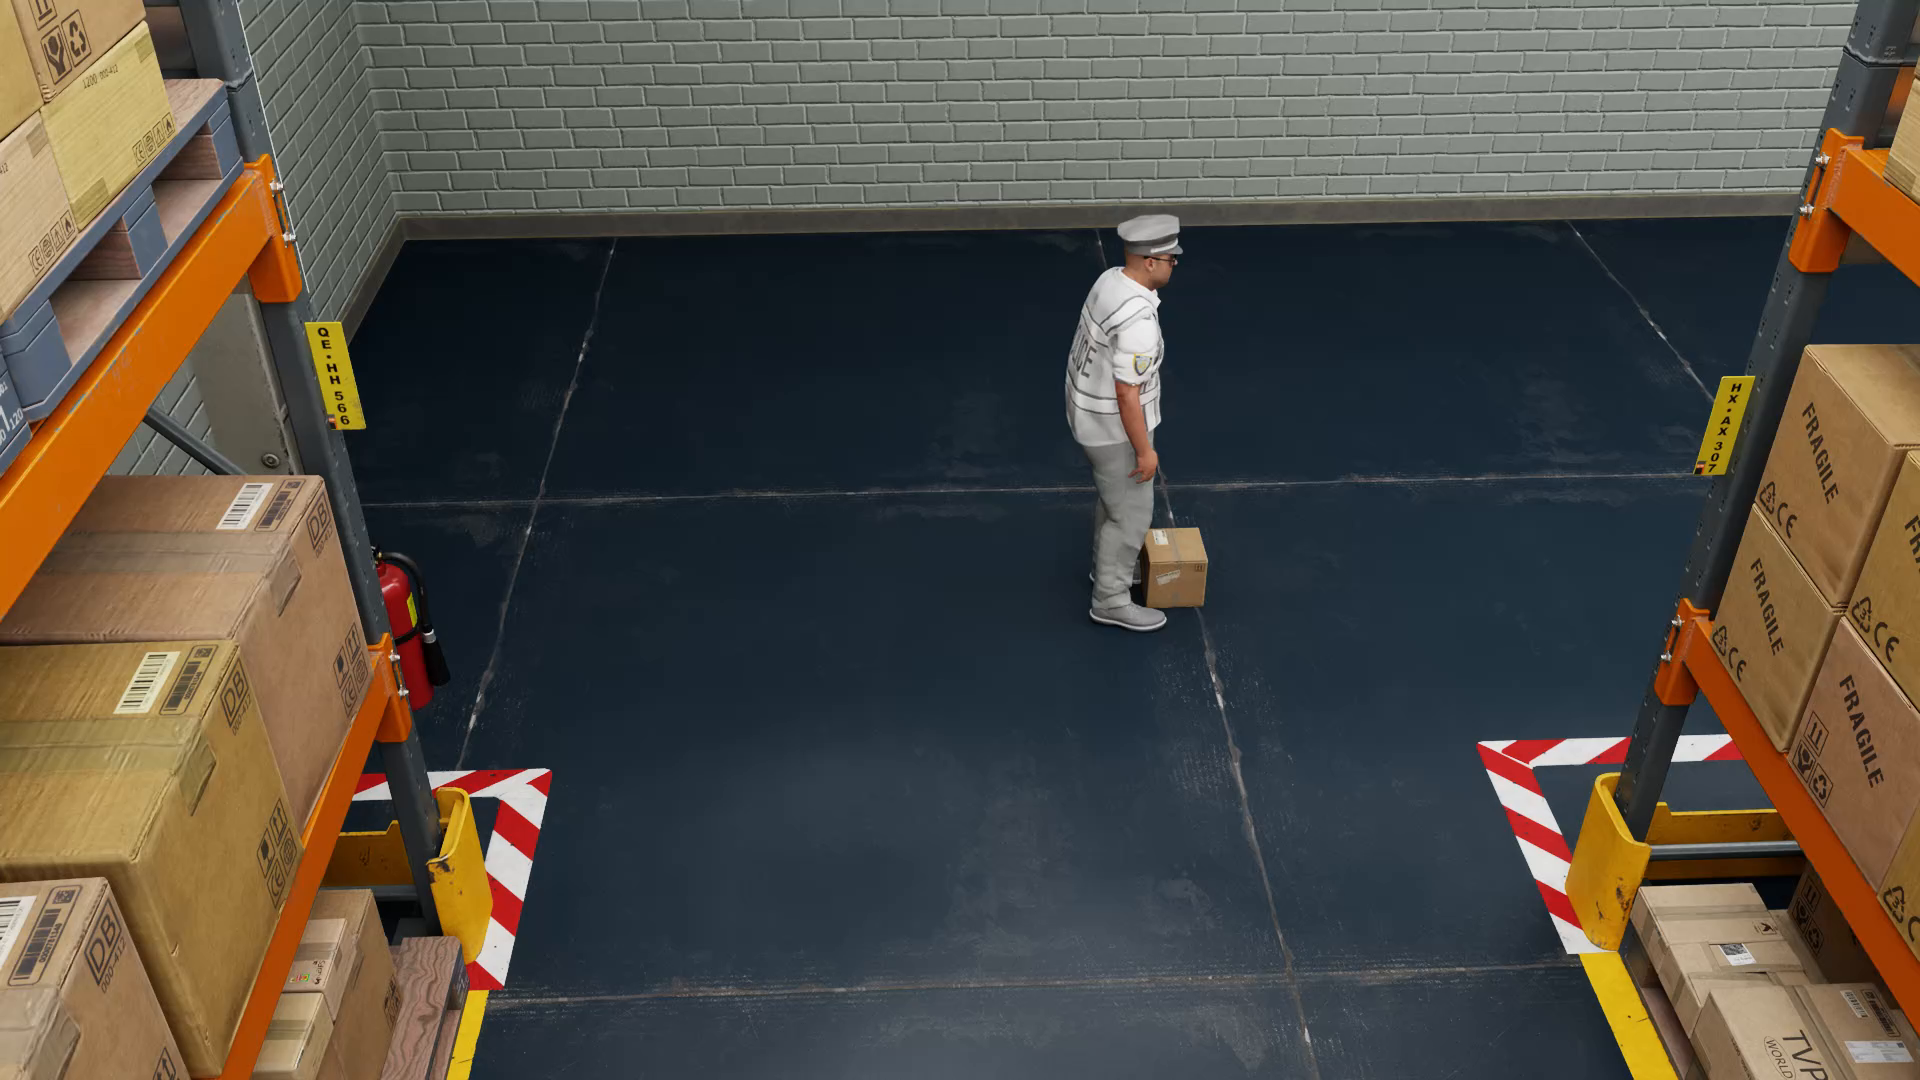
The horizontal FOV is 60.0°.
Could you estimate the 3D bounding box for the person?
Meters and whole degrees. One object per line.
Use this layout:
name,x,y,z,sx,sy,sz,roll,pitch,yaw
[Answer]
person,0.676,-0.488,6.832,0.473,1.751,0.606,-3,35,-5
